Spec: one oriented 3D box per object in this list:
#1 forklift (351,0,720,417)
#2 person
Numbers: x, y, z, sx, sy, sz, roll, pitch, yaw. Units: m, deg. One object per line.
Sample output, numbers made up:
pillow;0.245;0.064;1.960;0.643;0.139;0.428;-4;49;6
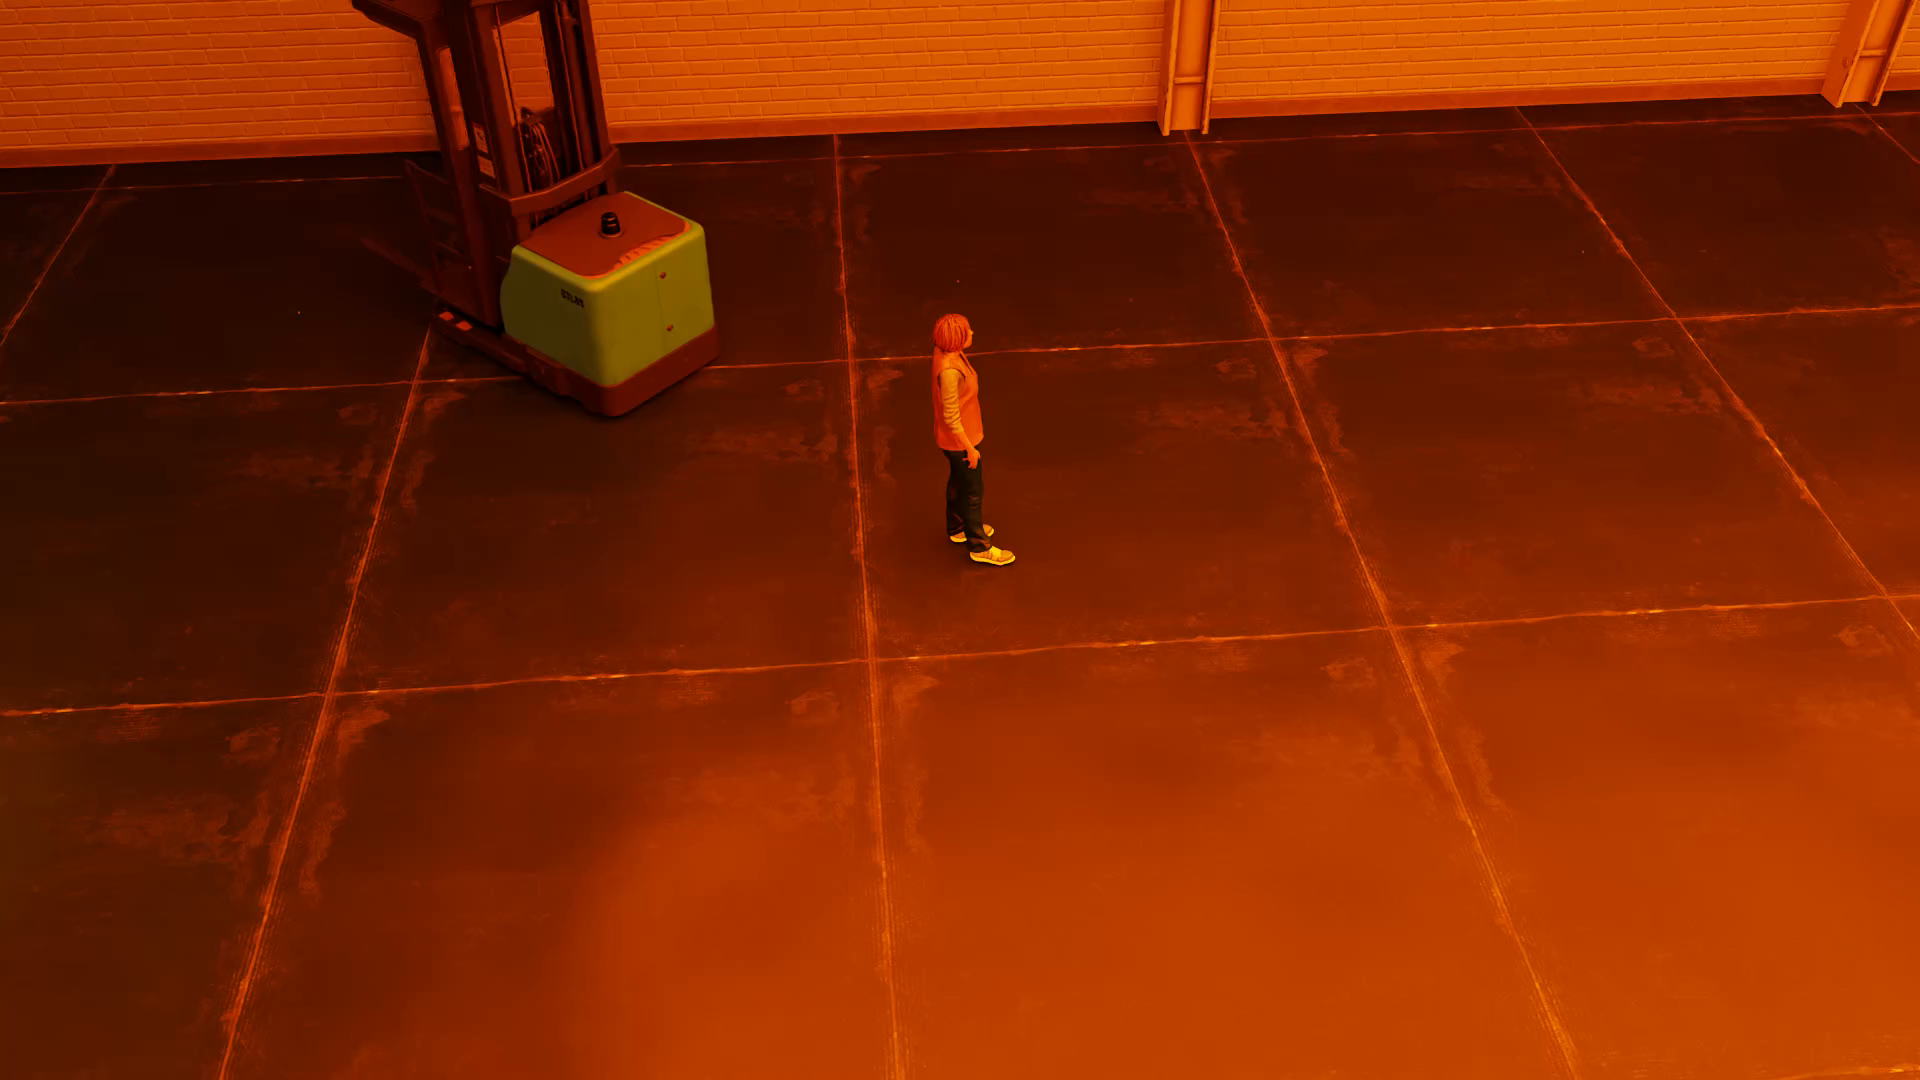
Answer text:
forklift;-3.135;-2.736;11.137;3.031;2.935;1.130;28;48;29
person;0.076;-0.608;9.663;0.473;1.599;0.520;-3;41;-4
